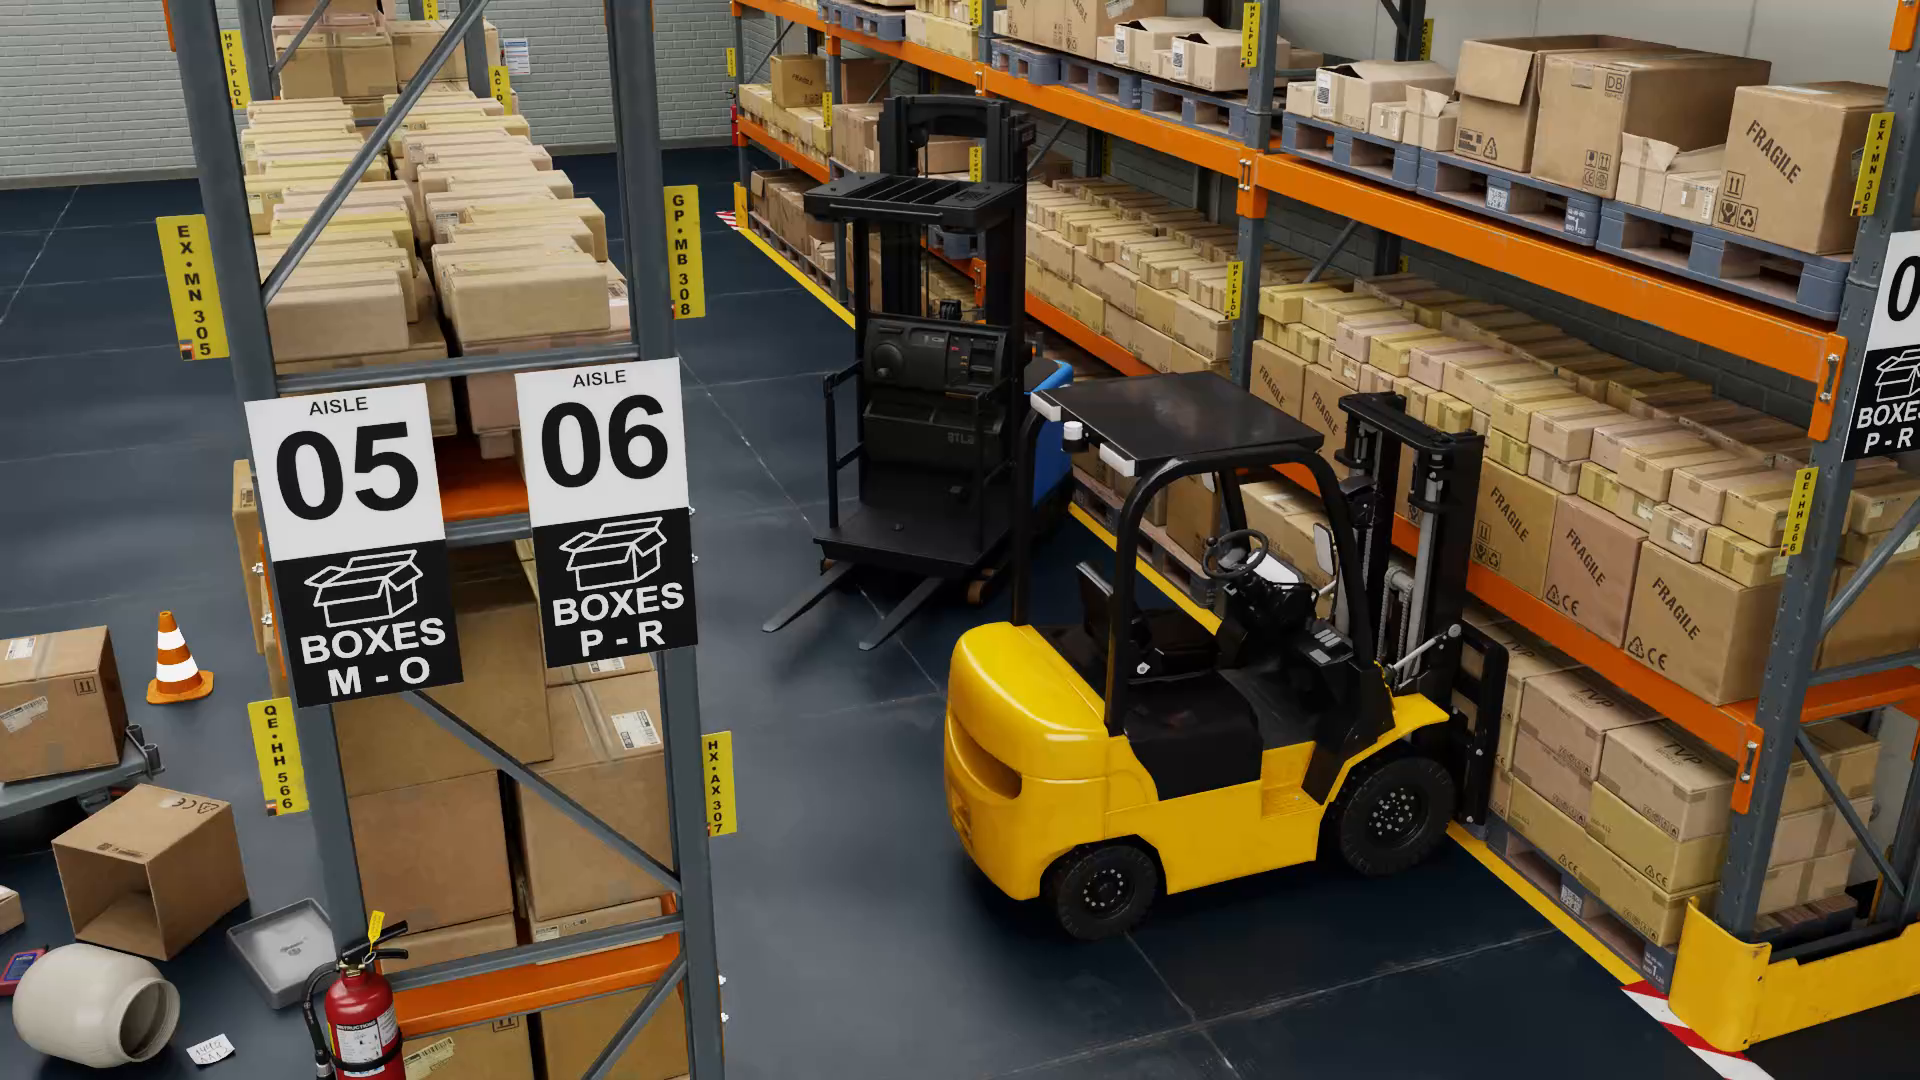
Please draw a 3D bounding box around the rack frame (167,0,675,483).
[{"bbox_3d":[-1.189,-1.606,3.474,1.000,3.000,0.127,-8,24,-19],"label":"rack frame"}]

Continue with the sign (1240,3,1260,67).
[{"bbox_3d":[1.536,-2.665,8.778,0.100,0.325,0.005,-8,24,-19],"label":"sign"}]

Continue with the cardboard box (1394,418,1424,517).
[{"bbox_3d":[2.332,-0.456,8.340,0.500,0.500,0.500,-9,24,-20],"label":"cardboard box"}]

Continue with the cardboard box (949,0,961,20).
[{"bbox_3d":[0.135,-4.219,13.216,0.380,0.149,0.250,-8,24,-18],"label":"cardboard box"}]

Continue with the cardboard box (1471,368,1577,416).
[{"bbox_3d":[2.582,-0.664,7.616,0.380,0.149,0.250,-8,24,-18],"label":"cardboard box"}]

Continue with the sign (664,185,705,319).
[{"bbox_3d":[-0.681,-0.701,4.064,0.100,0.325,0.005,-8,24,-19],"label":"sign"}]

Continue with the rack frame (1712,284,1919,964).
[{"bbox_3d":[3.453,0.476,6.258,1.000,3.000,0.127,-8,24,-19],"label":"rack frame"}]

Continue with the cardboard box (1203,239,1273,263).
[{"bbox_3d":[1.810,-1.859,10.834,0.380,0.149,0.250,-8,24,-19],"label":"cardboard box"}]

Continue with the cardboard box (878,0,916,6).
[{"bbox_3d":[-0.485,-4.672,14.265,0.380,0.149,0.250,-8,24,-18],"label":"cardboard box"}]

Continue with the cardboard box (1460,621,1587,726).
[{"bbox_3d":[2.625,0.598,7.682,0.500,0.250,0.500,-8,24,-18],"label":"cardboard box"}]

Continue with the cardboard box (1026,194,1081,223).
[{"bbox_3d":[0.675,-2.433,12.196,0.380,0.149,0.250,-8,24,-18],"label":"cardboard box"}]

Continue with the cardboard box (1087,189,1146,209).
[{"bbox_3d":[1.163,-2.503,12.363,0.380,0.149,0.250,-8,24,-19],"label":"cardboard box"}]

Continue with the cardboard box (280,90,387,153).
[{"bbox_3d":[-2.944,-1.994,7.909,0.500,0.250,0.500,-9,24,-20],"label":"cardboard box"}]

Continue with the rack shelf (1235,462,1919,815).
[{"bbox_3d":[2.747,0.081,8.122,1.077,0.370,4.000,-8,24,-19],"label":"rack shelf"}]

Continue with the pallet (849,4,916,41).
[{"bbox_3d":[-0.252,-4.557,14.579,1.213,0.211,1.003,-8,24,-19],"label":"pallet"}]

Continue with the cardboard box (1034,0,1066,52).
[{"bbox_3d":[0.927,-3.632,11.346,0.700,0.500,0.500,-9,24,-20],"label":"cardboard box"}]

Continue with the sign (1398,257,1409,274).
[{"bbox_3d":[2.559,-1.489,9.705,0.100,0.325,0.005,-8,24,-19],"label":"sign"}]

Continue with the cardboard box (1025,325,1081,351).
[{"bbox_3d":[0.835,-1.301,12.993,0.875,0.625,0.625,-8,24,-17],"label":"cardboard box"}]

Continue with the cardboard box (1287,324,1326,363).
[{"bbox_3d":[2.000,-1.076,8.978,0.380,0.149,0.250,-8,24,-18],"label":"cardboard box"}]

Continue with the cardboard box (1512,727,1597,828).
[{"bbox_3d":[2.822,1.002,7.367,0.500,0.250,0.500,-9,24,-20],"label":"cardboard box"}]

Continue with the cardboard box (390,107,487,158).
[{"bbox_3d":[-2.114,-1.653,6.744,0.380,0.149,0.250,-8,24,-18],"label":"cardboard box"}]

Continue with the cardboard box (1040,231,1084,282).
[{"bbox_3d":[0.899,-2.022,11.736,0.500,0.250,0.500,-9,24,-20],"label":"cardboard box"}]

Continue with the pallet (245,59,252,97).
[{"bbox_3d":[-4.292,-3.270,11.528,1.213,0.211,1.003,-7,24,-17],"label":"pallet"}]

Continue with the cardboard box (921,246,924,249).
[{"bbox_3d":[-0.474,-2.682,15.595,0.380,0.149,0.250,-8,24,-19],"label":"cardboard box"}]

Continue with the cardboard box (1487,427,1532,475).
[{"bbox_3d":[2.593,-0.419,7.419,0.380,0.149,0.250,-8,24,-19],"label":"cardboard box"}]

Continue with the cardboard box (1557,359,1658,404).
[{"bbox_3d":[3.015,-0.723,7.757,0.380,0.149,0.250,-8,24,-19],"label":"cardboard box"}]

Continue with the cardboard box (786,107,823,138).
[{"bbox_3d":[-1.549,-4.467,17.796,0.500,0.250,0.500,-9,24,-19],"label":"cardboard box"}]

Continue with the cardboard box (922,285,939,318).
[{"bbox_3d":[-0.078,-1.970,14.739,0.500,0.500,0.500,-7,24,-17],"label":"cardboard box"}]

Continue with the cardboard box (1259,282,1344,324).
[{"bbox_3d":[1.875,-1.303,9.132,0.380,0.149,0.250,-8,24,-18],"label":"cardboard box"}]

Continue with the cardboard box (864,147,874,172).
[{"bbox_3d":[-0.654,-3.458,15.225,0.396,0.266,0.258,-7,24,-16],"label":"cardboard box"}]

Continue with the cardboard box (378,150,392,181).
[{"bbox_3d":[-2.512,-1.362,6.566,0.500,0.250,0.500,-9,24,-19],"label":"cardboard box"}]

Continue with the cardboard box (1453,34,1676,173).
[{"bbox_3d":[2.630,-1.924,7.289,0.797,0.503,0.637,-8,24,-17],"label":"cardboard box"}]

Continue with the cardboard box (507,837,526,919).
[{"bbox_3d":[-1.218,1.033,5.261,0.380,0.149,0.250,-8,24,-18],"label":"cardboard box"}]

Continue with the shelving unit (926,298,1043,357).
[{"bbox_3d":[0.169,-1.111,12.438,0.538,1.125,1.048,-9,24,-20],"label":"shelving unit"}]

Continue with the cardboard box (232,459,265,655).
[{"bbox_3d":[-2.022,0.003,5.582,0.700,0.500,0.500,-9,24,-20],"label":"cardboard box"}]

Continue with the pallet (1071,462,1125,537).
[{"bbox_3d":[1.309,-0.399,11.924,1.003,0.211,1.213,-8,24,-19],"label":"pallet"}]

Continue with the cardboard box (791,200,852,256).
[{"bbox_3d":[-1.439,-3.451,18.253,0.700,0.500,0.500,-9,25,-21],"label":"cardboard box"}]

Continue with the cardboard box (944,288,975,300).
[{"bbox_3d":[0.090,-2.011,14.001,0.380,0.149,0.250,-10,25,-22],"label":"cardboard box"}]

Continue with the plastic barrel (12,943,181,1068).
[{"bbox_3d":[-3.335,1.803,6.427,0.512,0.421,0.421,8,24,18],"label":"plastic barrel"}]

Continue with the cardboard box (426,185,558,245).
[{"bbox_3d":[-1.454,-1.000,5.194,0.380,0.149,0.250,-8,24,-19],"label":"cardboard box"}]

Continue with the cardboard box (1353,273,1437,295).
[{"bbox_3d":[2.436,-1.385,9.327,0.380,0.149,0.250,-8,24,-19],"label":"cardboard box"}]

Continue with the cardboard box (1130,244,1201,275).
[{"bbox_3d":[1.316,-1.785,10.658,0.380,0.149,0.250,-9,24,-20],"label":"cardboard box"}]

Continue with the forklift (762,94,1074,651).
[{"bbox_3d":[-0.240,-1.125,10.146,1.130,2.935,3.031,9,25,21],"label":"forklift"}]

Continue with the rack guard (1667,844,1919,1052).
[{"bbox_3d":[3.462,1.637,6.723,1.175,0.500,0.348,-8,24,-19],"label":"rack guard"}]

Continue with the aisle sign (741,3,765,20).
[{"bbox_3d":[-2.498,-6.520,19.510,0.394,0.787,0.004,-8,24,-19],"label":"aisle sign"}]

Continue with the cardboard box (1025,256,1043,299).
[{"bbox_3d":[0.728,-1.983,12.287,0.500,0.250,0.500,-9,24,-20],"label":"cardboard box"}]

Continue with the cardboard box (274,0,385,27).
[{"bbox_3d":[-4.289,-3.488,11.128,0.797,0.503,0.637,-10,25,-22],"label":"cardboard box"}]

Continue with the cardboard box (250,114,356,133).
[{"bbox_3d":[-2.592,-1.582,6.576,0.380,0.149,0.250,-9,25,-21],"label":"cardboard box"}]

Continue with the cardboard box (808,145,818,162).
[{"bbox_3d":[-1.361,-4.032,17.278,0.380,0.149,0.250,-8,24,-18],"label":"cardboard box"}]

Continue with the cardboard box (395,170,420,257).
[{"bbox_3d":[-1.848,-1.251,6.304,0.500,0.250,0.500,-9,24,-20],"label":"cardboard box"}]

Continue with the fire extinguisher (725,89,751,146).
[{"bbox_3d":[-2.683,-5.120,20.115,0.296,0.674,0.183,-8,24,-19],"label":"fire extinguisher"}]

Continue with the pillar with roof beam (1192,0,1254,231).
[{"bbox_3d":[-2.096,-4.254,9.758,9.100,9.000,0.400,-8,24,-19],"label":"pillar with roof beam"}]

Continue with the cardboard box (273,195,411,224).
[{"bbox_3d":[-1.868,-0.936,5.044,0.380,0.149,0.250,-8,24,-19],"label":"cardboard box"}]

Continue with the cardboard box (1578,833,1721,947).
[{"bbox_3d":[2.992,1.422,7.013,0.500,0.250,0.500,-8,24,-19],"label":"cardboard box"}]
